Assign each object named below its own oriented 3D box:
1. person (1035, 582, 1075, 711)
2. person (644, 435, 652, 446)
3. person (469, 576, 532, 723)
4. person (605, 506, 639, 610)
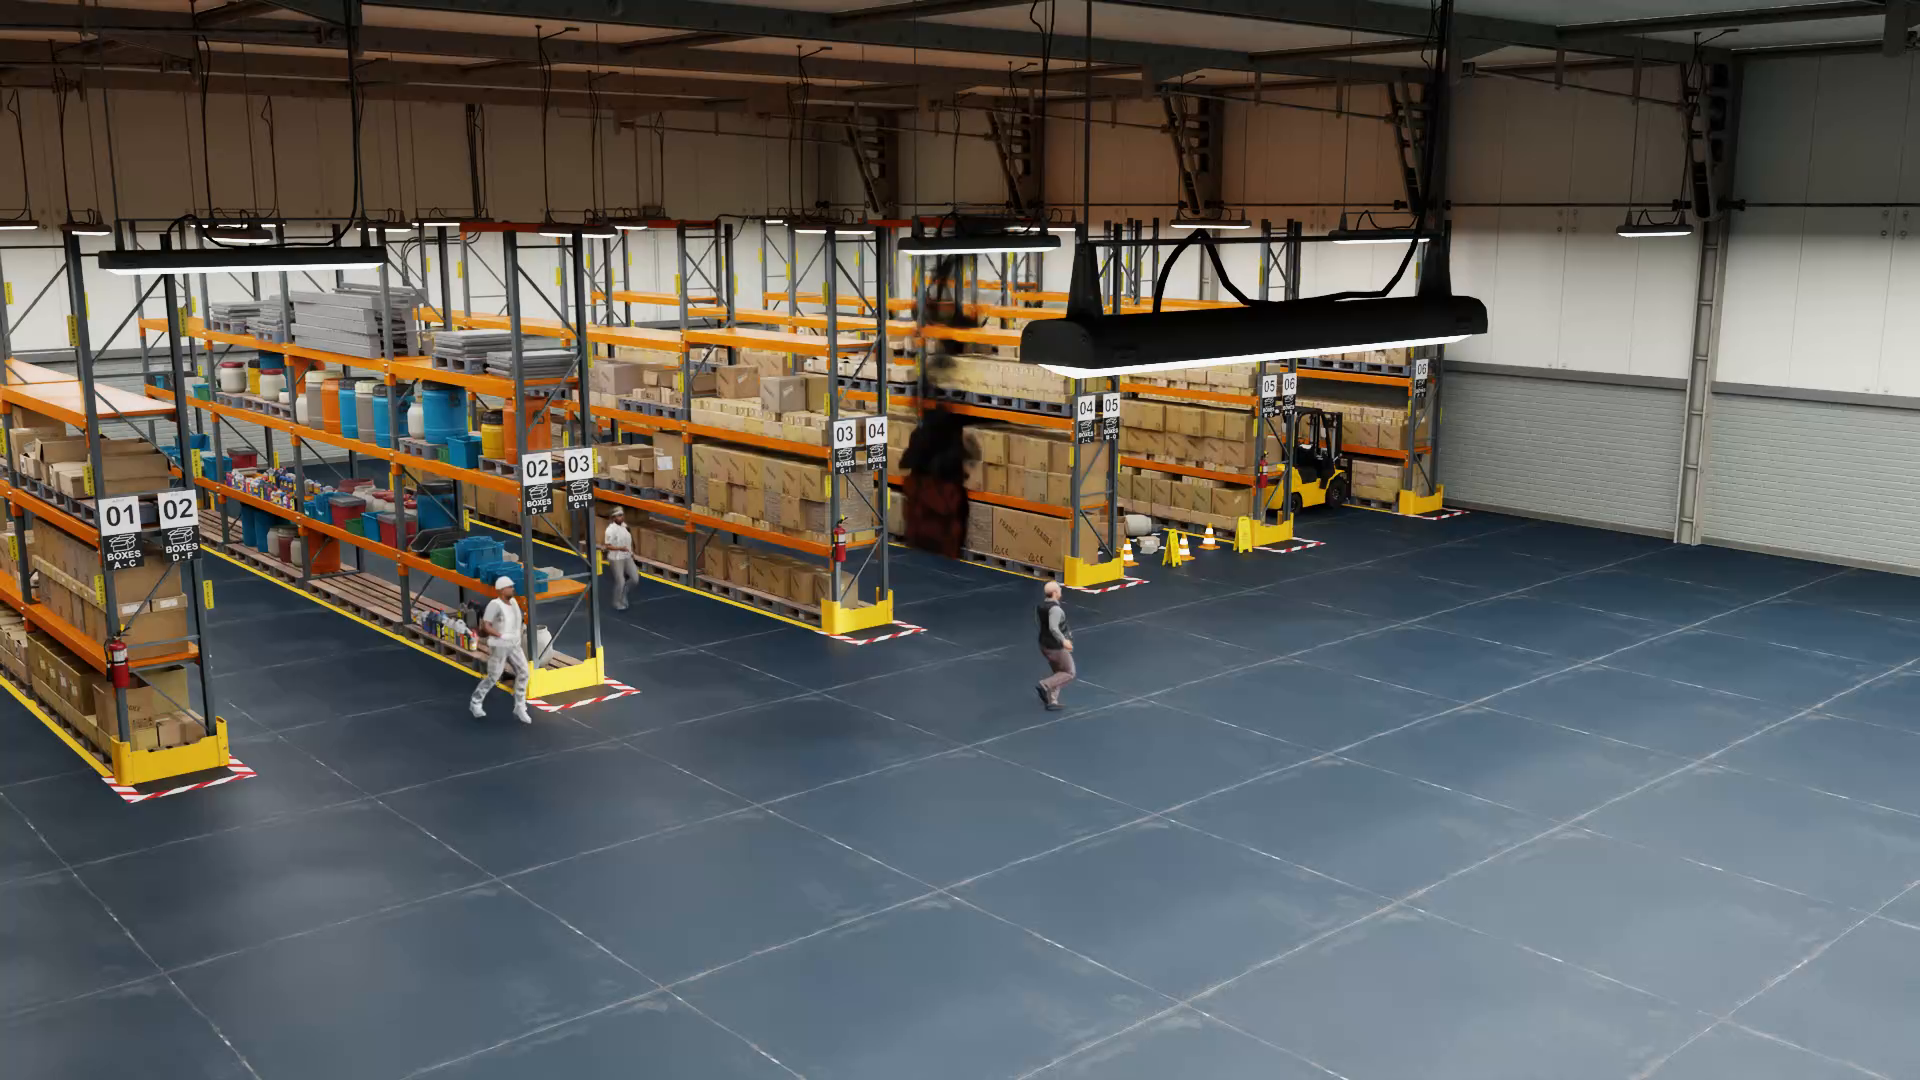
[{"bbox_3d":[1.180,1.342,21.001,0.582,1.672,0.657,-5,12,-22],"label":"person"},{"bbox_3d":[-7.759,-3.018,42.298,1.060,1.801,0.720,-8,14,-33],"label":"person"},{"bbox_3d":[-5.662,1.348,20.750,0.826,1.802,0.741,5,12,22],"label":"person"},{"bbox_3d":[-5.291,0.291,26.173,0.572,1.663,0.563,9,15,39],"label":"person"}]
